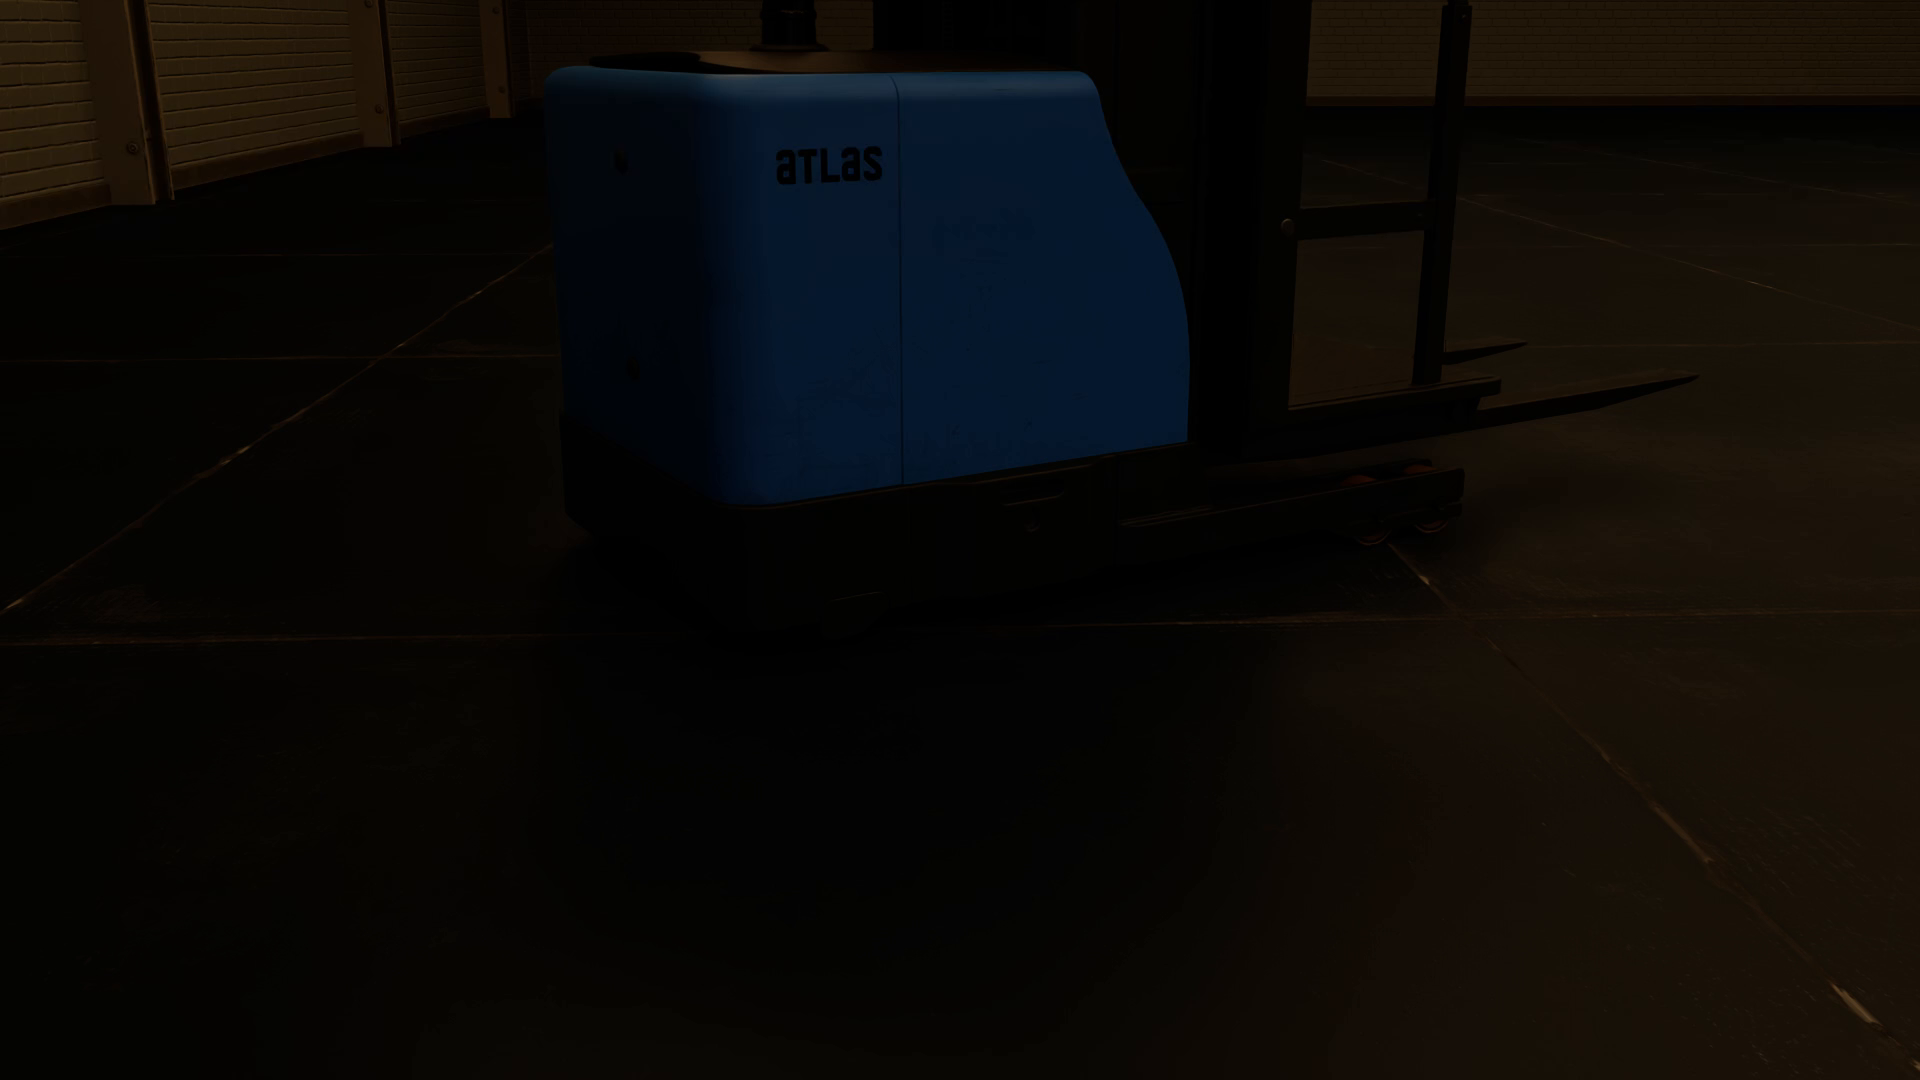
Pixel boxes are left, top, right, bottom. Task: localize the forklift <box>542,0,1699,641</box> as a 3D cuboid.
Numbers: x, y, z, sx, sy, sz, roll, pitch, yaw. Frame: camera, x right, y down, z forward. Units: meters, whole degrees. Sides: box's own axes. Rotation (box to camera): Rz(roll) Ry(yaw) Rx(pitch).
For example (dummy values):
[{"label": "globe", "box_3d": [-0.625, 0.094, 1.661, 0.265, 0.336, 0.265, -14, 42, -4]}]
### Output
[{"label": "forklift", "box_3d": [0.610, -1.508, 3.838, 3.031, 2.935, 1.130, -10, 20, -29]}]
